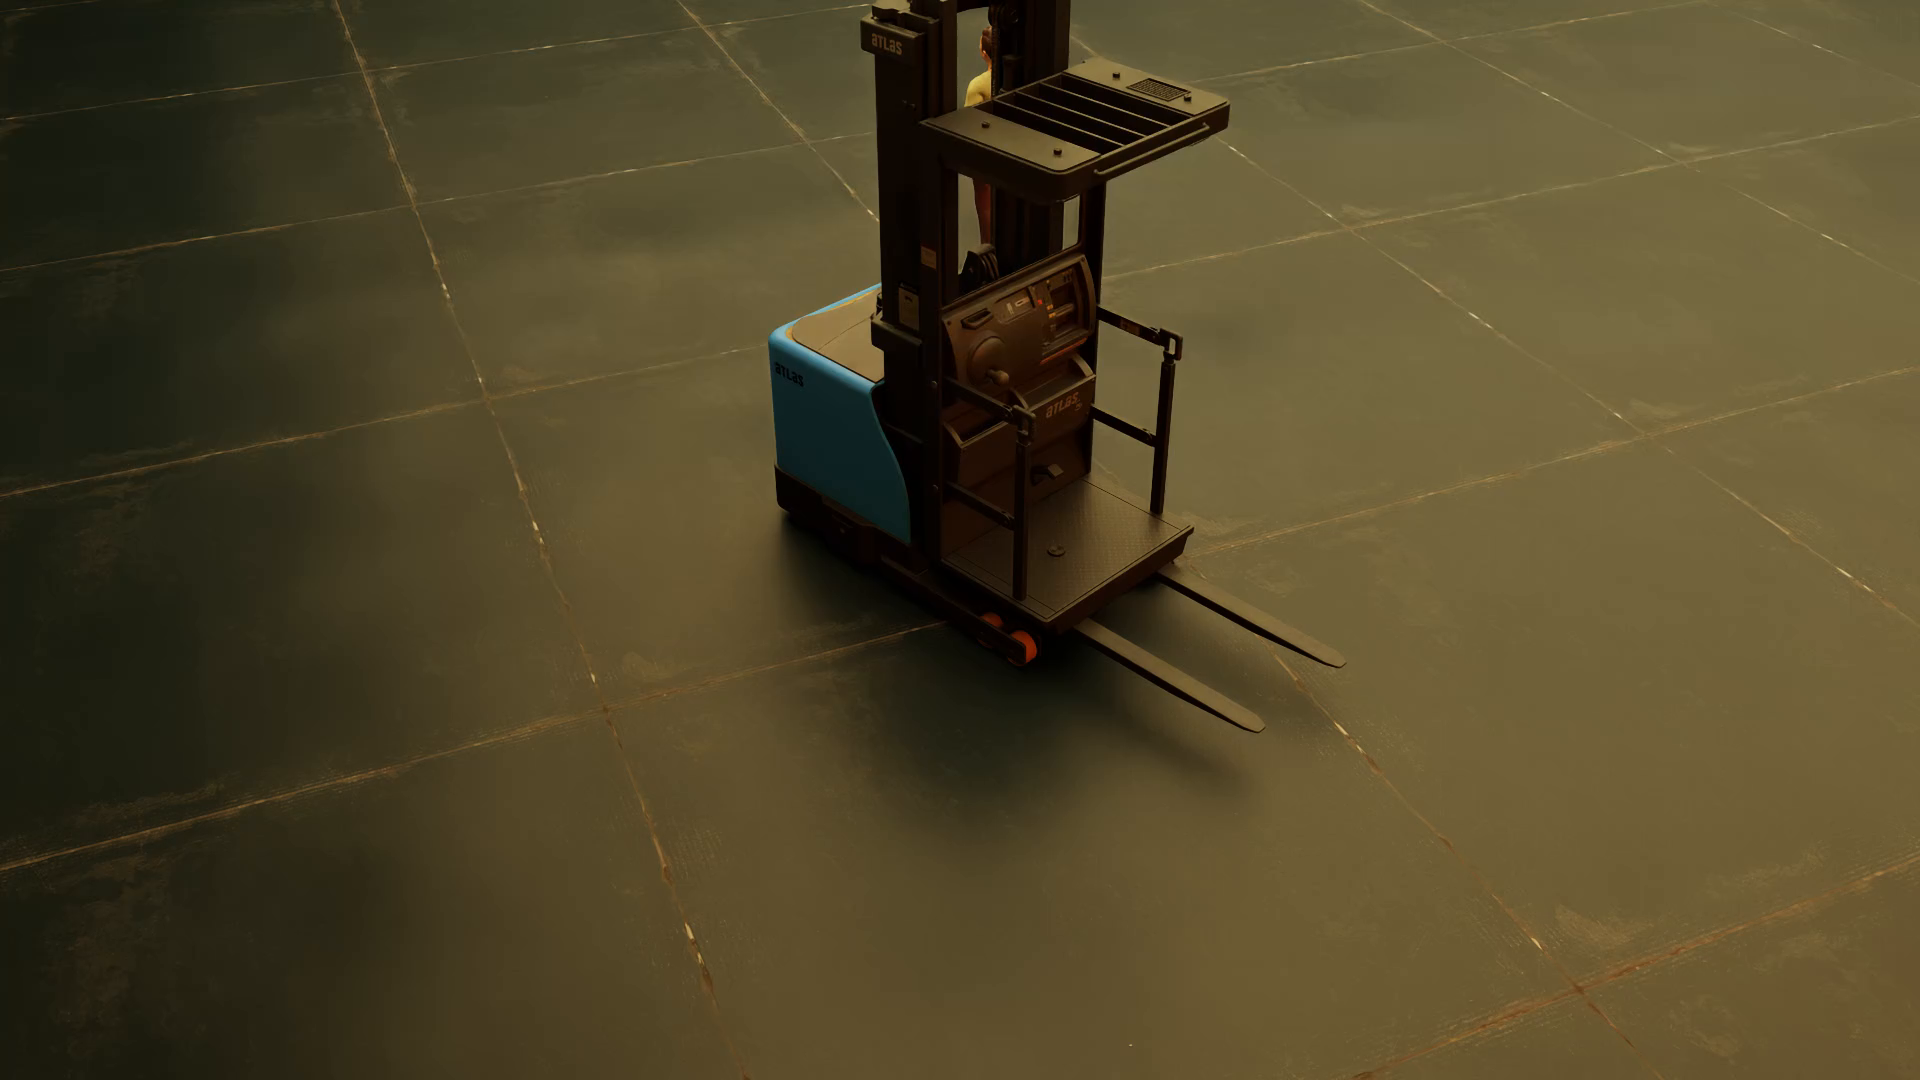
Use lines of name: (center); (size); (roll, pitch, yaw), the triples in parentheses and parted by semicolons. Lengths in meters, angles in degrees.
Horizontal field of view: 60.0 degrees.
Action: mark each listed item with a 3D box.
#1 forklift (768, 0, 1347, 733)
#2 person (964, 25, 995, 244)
forklift: (0.432, -0.946, 7.429); (3.031, 2.935, 1.130); (30, 45, 35)
person: (0.211, -2.525, 10.719); (0.553, 1.673, 0.548); (-13, 37, -18)
